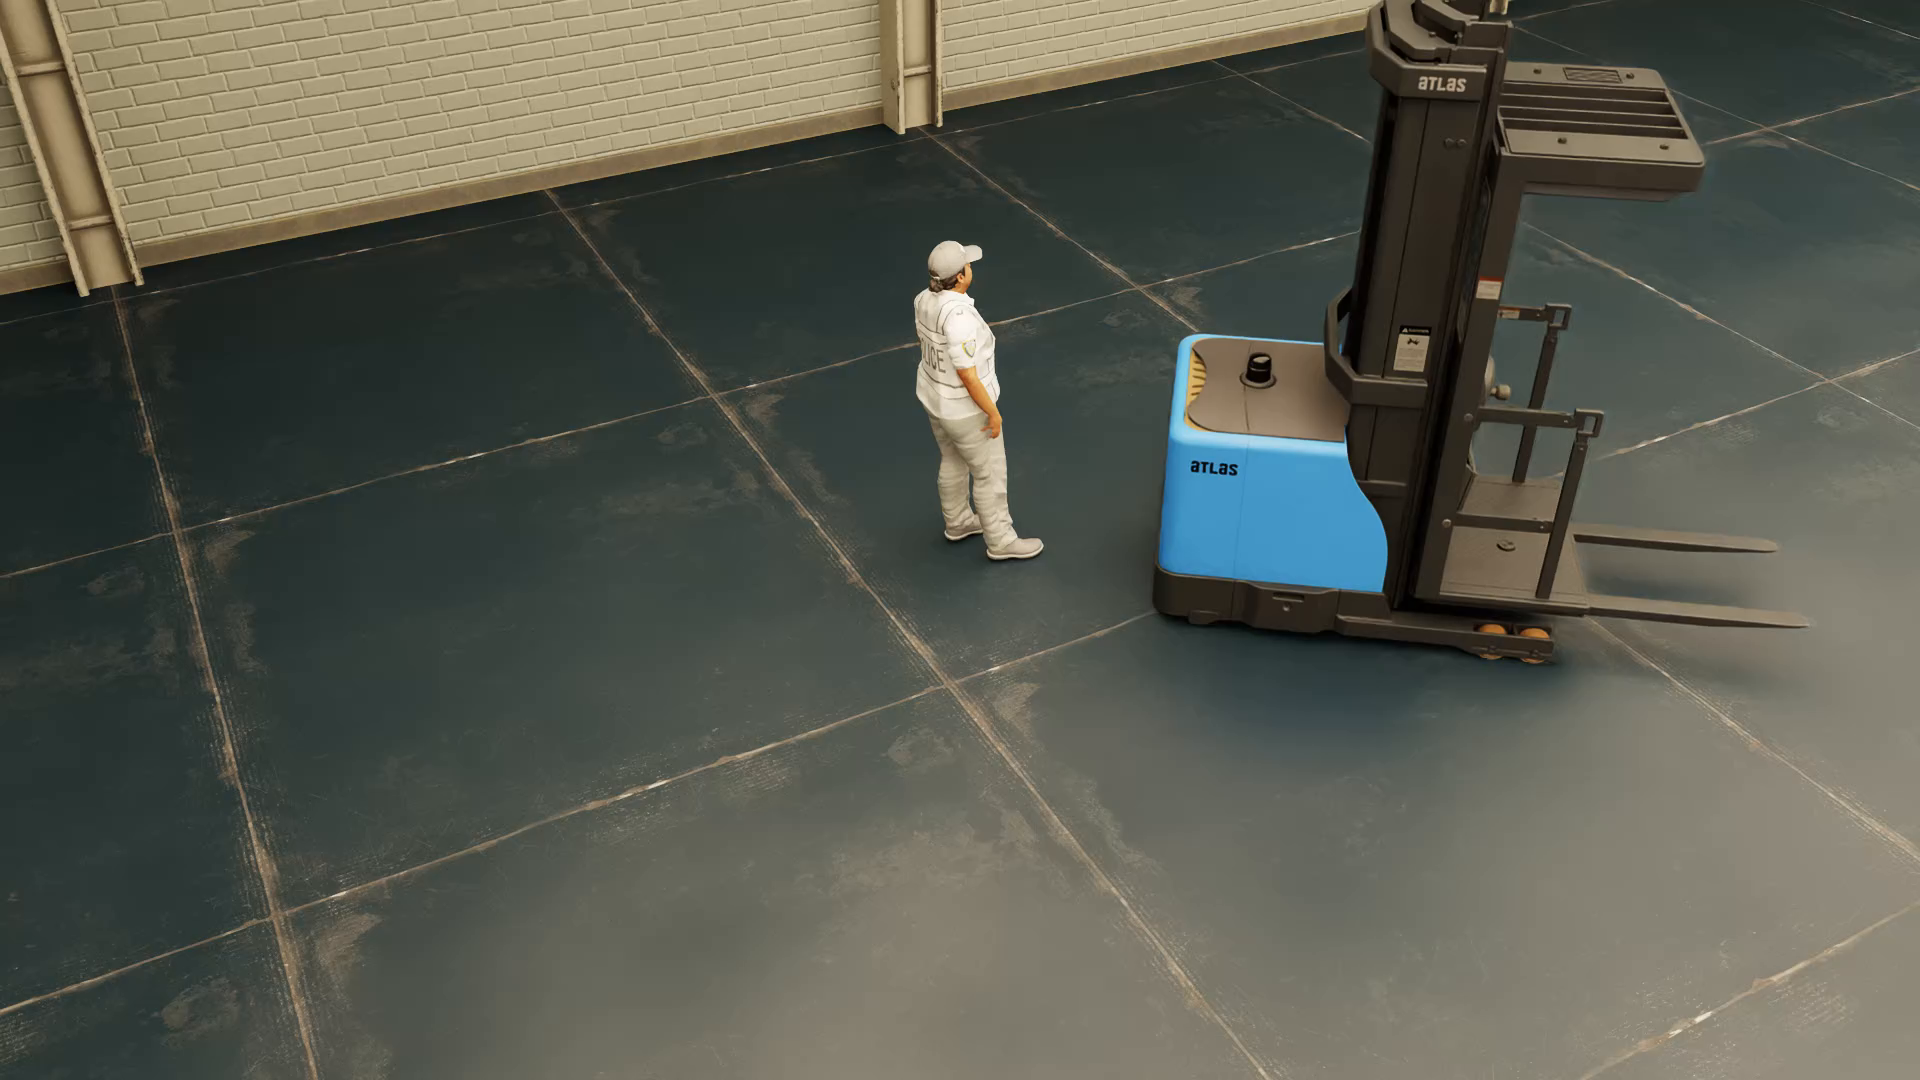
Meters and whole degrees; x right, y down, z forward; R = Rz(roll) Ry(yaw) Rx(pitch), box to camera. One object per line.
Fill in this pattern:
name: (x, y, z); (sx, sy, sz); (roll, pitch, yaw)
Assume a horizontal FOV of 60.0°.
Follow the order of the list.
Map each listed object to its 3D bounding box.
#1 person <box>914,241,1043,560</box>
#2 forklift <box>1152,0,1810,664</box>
person: (0.078, -0.695, 8.190); (0.529, 1.670, 0.598); (-17, 39, -23)
forklift: (2.501, -0.945, 7.461); (3.031, 2.935, 1.130); (5, 36, 7)
